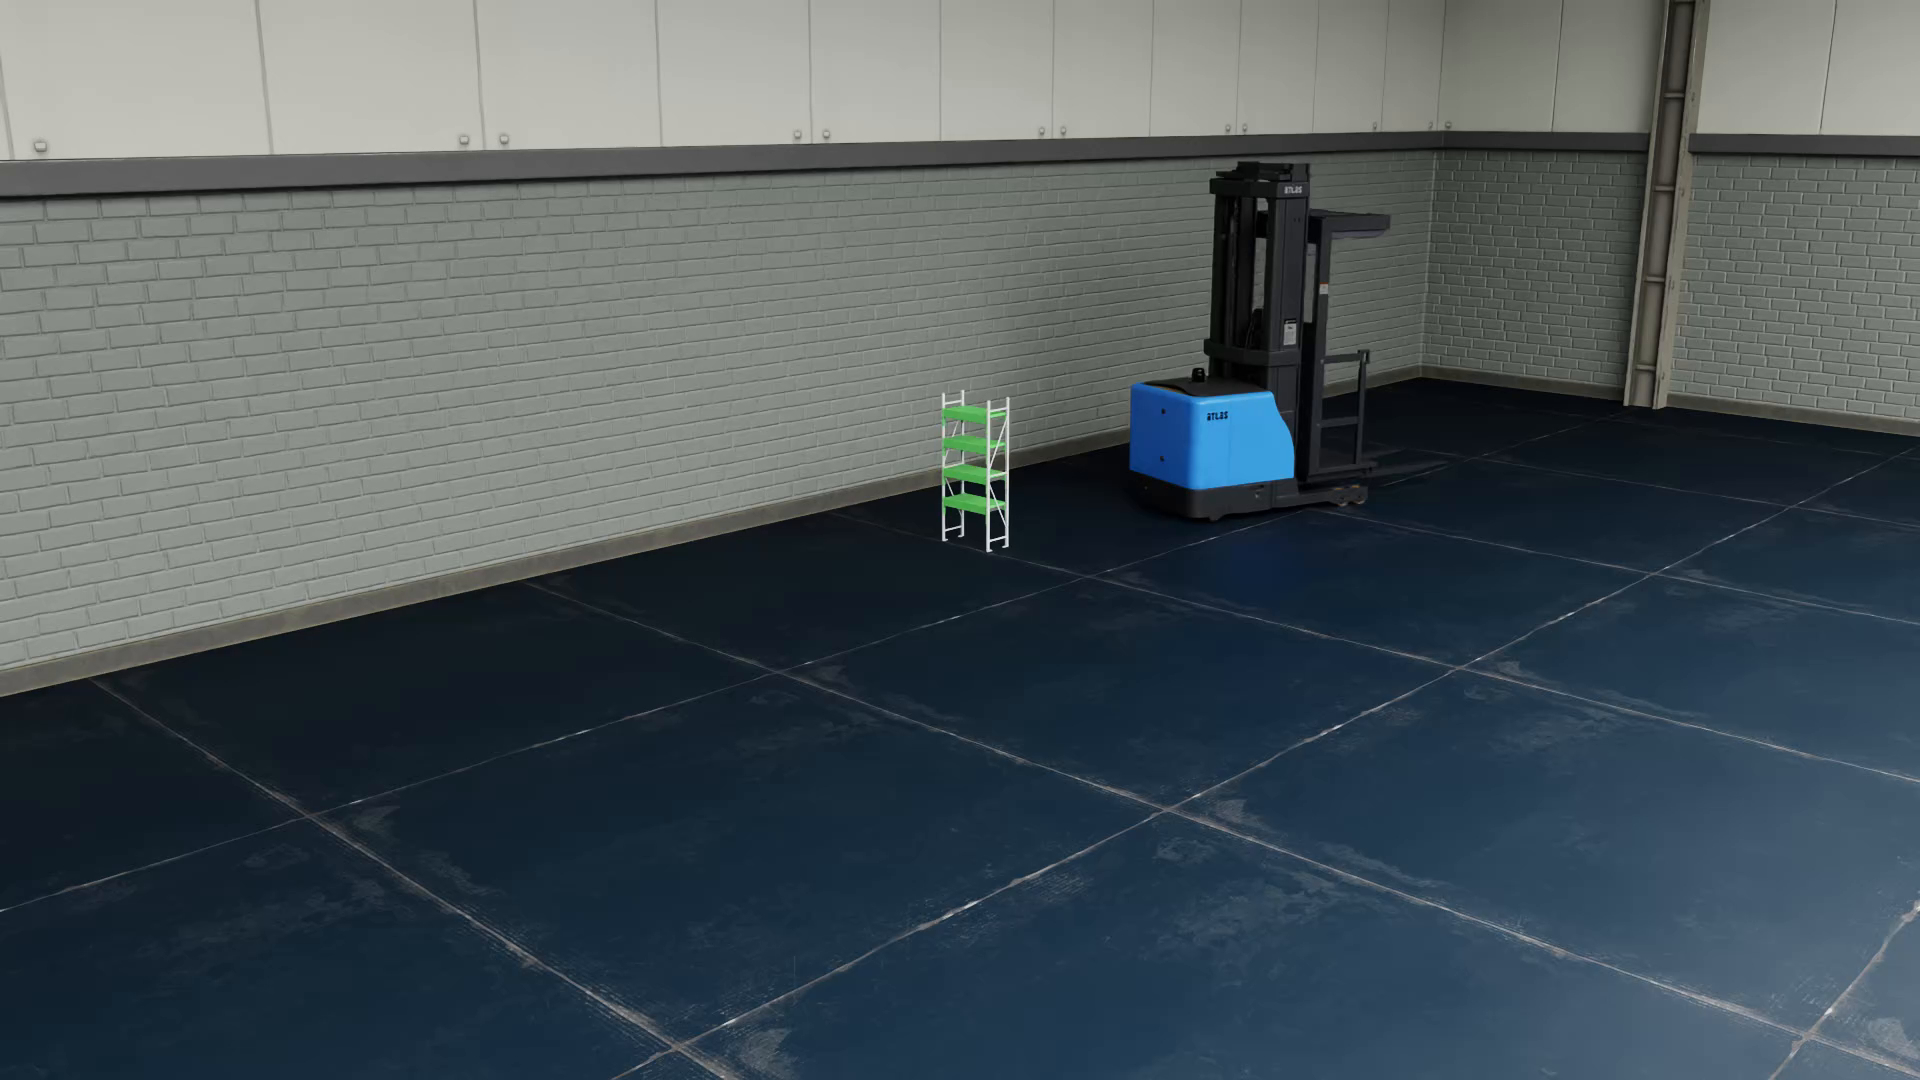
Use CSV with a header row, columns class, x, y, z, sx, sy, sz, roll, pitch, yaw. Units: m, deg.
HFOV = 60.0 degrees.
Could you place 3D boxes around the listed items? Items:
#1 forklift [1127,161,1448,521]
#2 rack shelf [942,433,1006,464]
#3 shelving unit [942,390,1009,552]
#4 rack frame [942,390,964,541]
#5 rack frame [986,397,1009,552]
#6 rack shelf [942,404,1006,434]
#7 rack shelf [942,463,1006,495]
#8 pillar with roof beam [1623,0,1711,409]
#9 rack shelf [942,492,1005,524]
class,x,y,z,sx,sy,sz,roll,pitch,yaw
forklift,3.013,-1.818,14.598,3.031,2.935,1.130,-8,16,-27
rack shelf,0.119,-0.722,13.125,0.480,0.148,0.258,14,20,42
shelving unit,0.119,-0.552,13.170,0.503,1.200,0.258,14,20,42
rack frame,-0.057,-0.594,13.333,0.015,1.200,0.240,14,20,42
rack frame,0.295,-0.509,13.006,0.015,1.200,0.240,14,20,42
rack shelf,0.119,-0.954,13.065,0.480,0.148,0.258,14,20,42
rack shelf,0.119,-0.490,13.186,0.480,0.148,0.258,14,20,42
pillar with roof beam,5.032,-5.147,15.339,0.400,9.000,9.100,14,20,42
rack shelf,0.119,-0.258,13.246,0.480,0.148,0.258,14,20,42
